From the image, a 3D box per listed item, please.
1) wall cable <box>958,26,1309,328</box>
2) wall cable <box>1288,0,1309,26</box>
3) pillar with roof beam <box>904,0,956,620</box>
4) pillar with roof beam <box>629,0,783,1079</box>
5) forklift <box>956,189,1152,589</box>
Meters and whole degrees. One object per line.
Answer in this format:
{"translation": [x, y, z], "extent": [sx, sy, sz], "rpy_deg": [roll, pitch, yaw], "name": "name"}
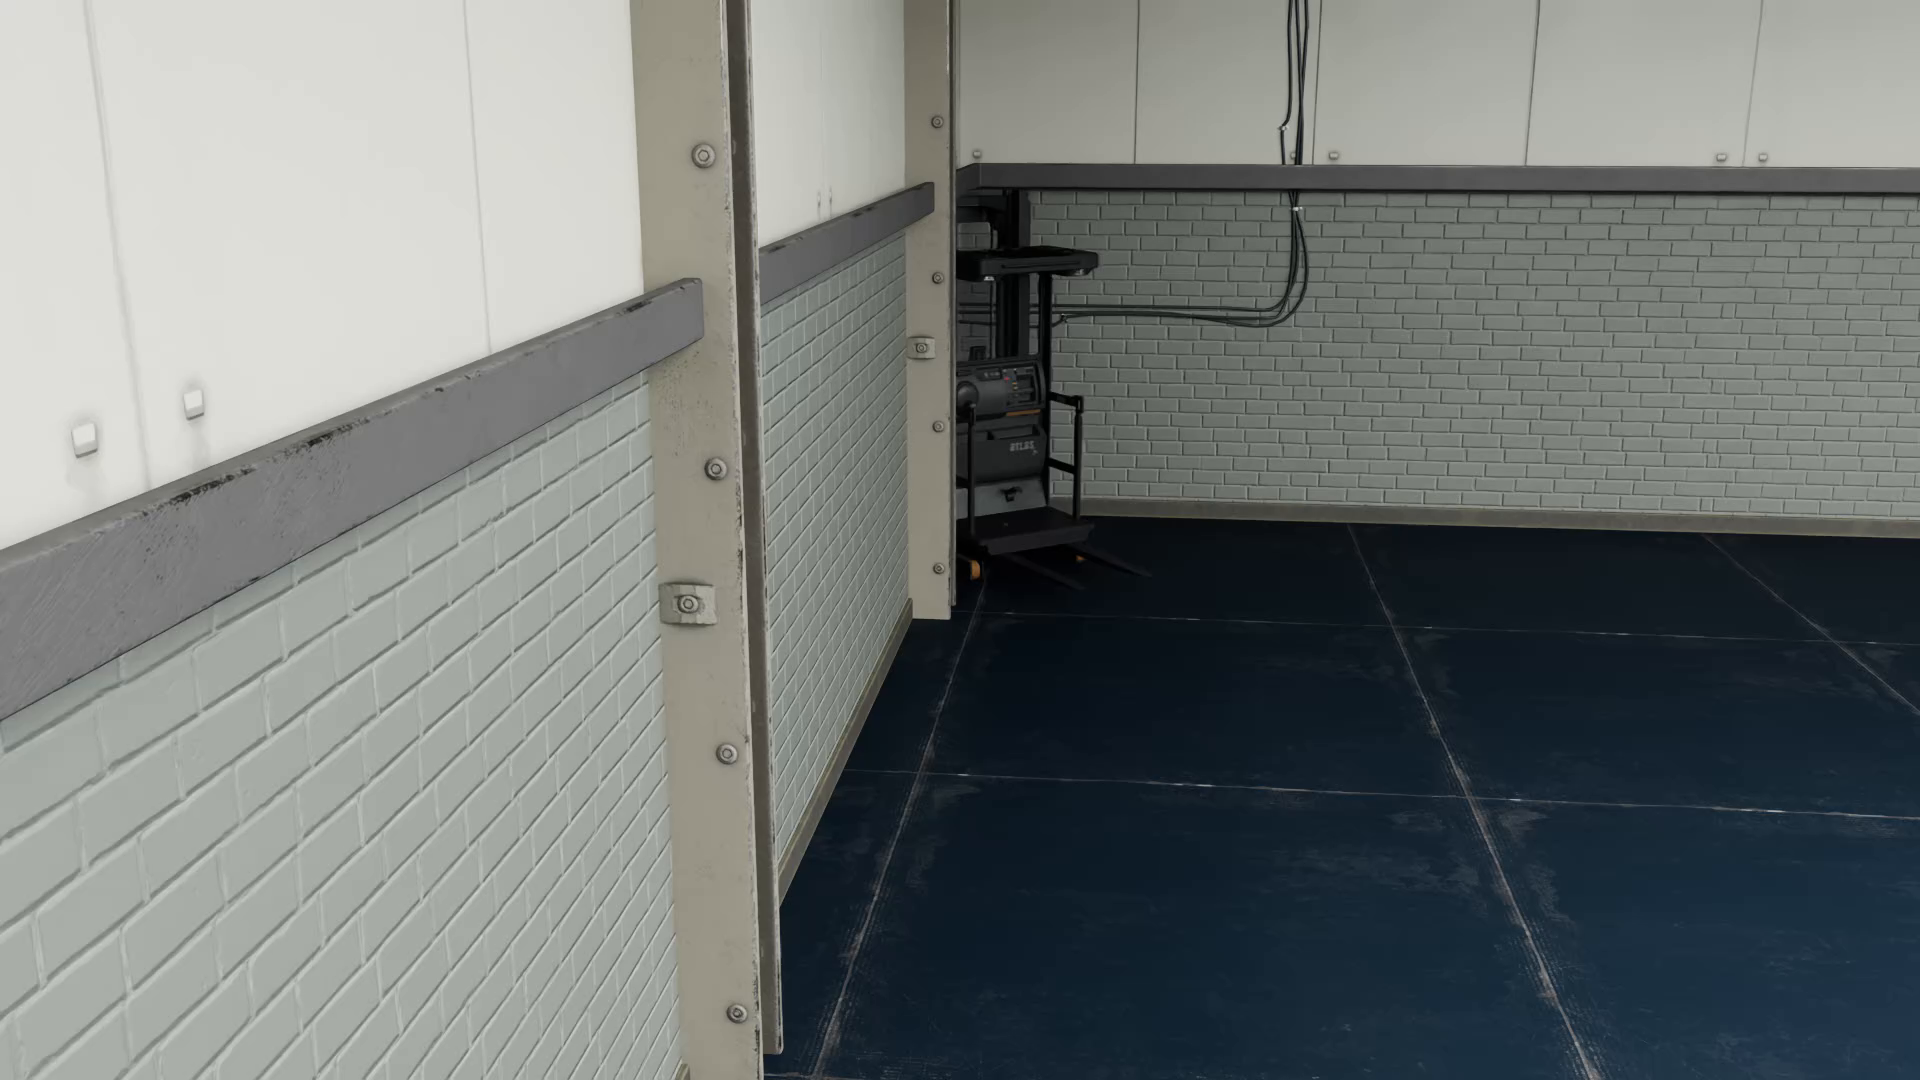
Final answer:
{"translation": [1.442, -3.051, 14.154], "extent": [3.097, 2.526, 0.112], "rpy_deg": [2, 15, 6], "name": "wall cable"}
{"translation": [4.130, -5.409, 13.200], "extent": [3.097, 2.526, 0.112], "rpy_deg": [2, 15, 6], "name": "wall cable"}
{"translation": [4.073, -3.698, 10.598], "extent": [9.100, 9.000, 0.400], "rpy_deg": [2, 15, 6], "name": "pillar with roof beam"}
{"translation": [3.396, -2.142, 4.843], "extent": [9.100, 9.000, 0.400], "rpy_deg": [2, 15, 6], "name": "pillar with roof beam"}
{"translation": [0.379, -1.234, 13.109], "extent": [1.130, 2.935, 3.031], "rpy_deg": [-9, 17, -29], "name": "forklift"}
